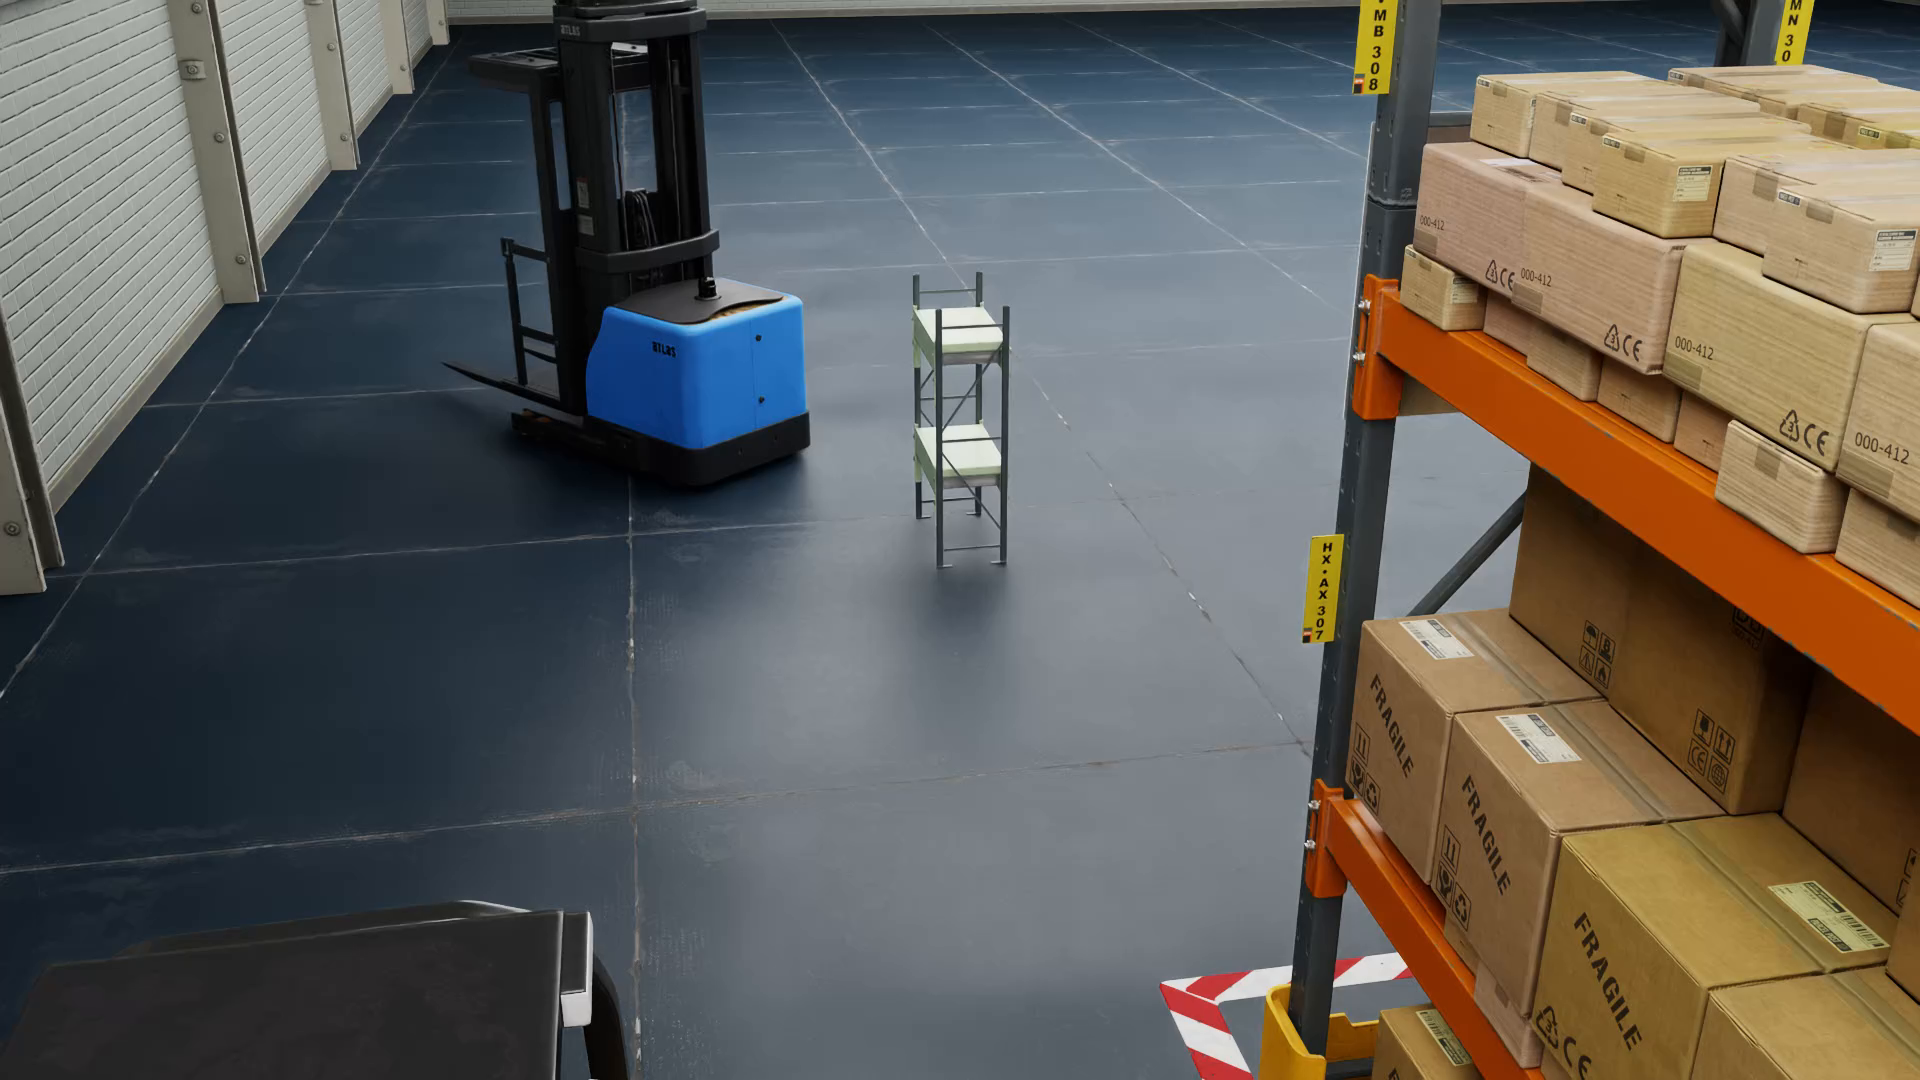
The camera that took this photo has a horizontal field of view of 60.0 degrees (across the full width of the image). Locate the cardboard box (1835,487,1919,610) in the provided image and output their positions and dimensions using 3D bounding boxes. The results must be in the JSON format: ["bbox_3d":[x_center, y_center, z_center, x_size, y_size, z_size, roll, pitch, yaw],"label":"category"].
[{"bbox_3d":[1.615,-0.003,2.575,0.380,0.149,0.250,-5,24,-11],"label":"cardboard box"}]

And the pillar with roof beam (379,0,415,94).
[{"bbox_3d":[-4.300,-11.305,24.391,9.100,9.000,0.400,-4,24,-10],"label":"pillar with roof beam"}]

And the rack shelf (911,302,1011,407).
[{"bbox_3d":[-0.001,-1.048,9.300,0.431,0.370,0.720,-4,24,-10],"label":"rack shelf"}]

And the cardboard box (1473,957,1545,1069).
[{"bbox_3d":[1.432,1.069,3.867,0.380,0.149,0.250,-4,24,-9],"label":"cardboard box"}]

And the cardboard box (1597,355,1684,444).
[{"bbox_3d":[1.505,-0.312,3.284,0.380,0.149,0.250,-4,24,-10],"label":"cardboard box"}]

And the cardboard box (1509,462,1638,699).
[{"bbox_3d":[1.850,0.038,4.169,0.700,0.500,0.500,-5,24,-11],"label":"cardboard box"}]

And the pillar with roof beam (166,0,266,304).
[{"bbox_3d":[-2.081,-6.585,13.584,9.100,9.000,0.400,-4,24,-10],"label":"pillar with roof beam"}]

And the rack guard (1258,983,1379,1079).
[{"bbox_3d":[1.555,1.669,5.304,1.175,0.500,0.348,-4,24,-10],"label":"rack guard"}]

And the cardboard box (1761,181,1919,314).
[{"bbox_3d":[1.536,-0.472,2.653,0.380,0.149,0.250,-4,24,-8],"label":"cardboard box"}]

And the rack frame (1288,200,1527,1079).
[{"bbox_3d":[1.541,0.494,4.872,1.000,3.000,0.127,-4,24,-10],"label":"rack frame"}]

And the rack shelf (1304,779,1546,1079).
[{"bbox_3d":[1.911,1.610,3.215,1.077,0.370,4.000,-4,24,-10],"label":"rack shelf"}]

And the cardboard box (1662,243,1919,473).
[{"bbox_3d":[1.576,-0.331,2.828,0.500,0.250,0.500,-4,24,-8],"label":"cardboard box"}]

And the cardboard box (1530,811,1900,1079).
[{"bbox_3d":[1.551,0.922,3.394,0.500,0.500,0.500,-5,24,-11],"label":"cardboard box"}]

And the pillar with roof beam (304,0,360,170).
[{"bbox_3d":[-3.191,-8.945,18.988,9.100,9.000,0.400,-4,24,-10],"label":"pillar with roof beam"}]

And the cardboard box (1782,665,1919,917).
[{"bbox_3d":[2.132,0.431,3.270,0.700,0.500,0.500,-5,24,-10],"label":"cardboard box"}]

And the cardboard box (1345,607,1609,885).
[{"bbox_3d":[1.356,0.518,4.319,0.500,0.500,0.500,-5,24,-11],"label":"cardboard box"}]

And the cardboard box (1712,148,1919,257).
[{"bbox_3d":[1.568,-0.581,2.902,0.380,0.149,0.250,-4,24,-10],"label":"cardboard box"}]

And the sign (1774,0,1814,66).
[{"bbox_3d":[2.090,-1.320,4.171,0.100,0.325,0.005,-4,24,-10],"label":"sign"}]

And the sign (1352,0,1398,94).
[{"bbox_3d":[1.008,-1.241,4.005,0.100,0.325,0.005,-4,24,-10],"label":"sign"}]

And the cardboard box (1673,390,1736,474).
[{"bbox_3d":[1.558,-0.208,3.045,0.380,0.149,0.250,-5,24,-11],"label":"cardboard box"}]

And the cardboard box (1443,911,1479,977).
[{"bbox_3d":[1.431,0.966,4.104,0.380,0.149,0.250,-5,24,-11],"label":"cardboard box"}]

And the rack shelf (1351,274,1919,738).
[{"bbox_3d":[1.911,0.235,2.614,1.077,0.370,4.000,-4,24,-10],"label":"rack shelf"}]

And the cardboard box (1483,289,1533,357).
[{"bbox_3d":[1.420,-0.515,3.747,0.380,0.149,0.250,-5,24,-11],"label":"cardboard box"}]

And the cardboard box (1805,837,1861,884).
[{"bbox_3d":[2.090,0.899,3.447,0.500,0.500,0.500,-4,24,-10],"label":"cardboard box"}]

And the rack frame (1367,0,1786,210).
[{"bbox_3d":[1.541,-2.256,3.671,1.000,3.000,0.127,-4,24,-10],"label":"rack frame"}]

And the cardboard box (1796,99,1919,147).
[{"bbox_3d":[1.969,-0.817,3.442,0.380,0.149,0.250,-5,24,-10],"label":"cardboard box"}]

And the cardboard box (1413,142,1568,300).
[{"bbox_3d":[1.372,-0.731,3.744,0.500,0.250,0.500,-5,24,-11],"label":"cardboard box"}]

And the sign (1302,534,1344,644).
[{"bbox_3d":[1.008,0.137,4.607,0.100,0.325,0.005,-4,24,-10],"label":"sign"}]

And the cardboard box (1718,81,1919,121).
[{"bbox_3d":[1.904,-0.916,3.669,0.380,0.149,0.250,-4,24,-9],"label":"cardboard box"}]

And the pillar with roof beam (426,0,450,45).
[{"bbox_3d":[-5.410,-13.665,29.795,9.100,9.000,0.400,-4,24,-10],"label":"pillar with roof beam"}]

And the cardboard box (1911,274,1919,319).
[{"bbox_3d":[1.657,-0.376,2.432,0.380,0.149,0.250,-4,24,-9],"label":"cardboard box"}]

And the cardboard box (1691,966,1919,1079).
[{"bbox_3d":[1.653,1.122,2.938,0.500,0.500,0.500,-5,24,-11],"label":"cardboard box"}]

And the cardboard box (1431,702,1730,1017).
[{"bbox_3d":[1.455,0.722,3.853,0.500,0.500,0.500,-4,24,-8],"label":"cardboard box"}]

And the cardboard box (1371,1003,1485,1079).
[{"bbox_3d":[1.424,1.565,4.394,0.500,0.500,0.500,-5,24,-12],"label":"cardboard box"}]

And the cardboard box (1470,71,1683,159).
[{"bbox_3d":[1.407,-0.976,3.808,0.380,0.149,0.250,-4,24,-10],"label":"cardboard box"}]

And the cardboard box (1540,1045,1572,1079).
[{"bbox_3d":[1.513,1.169,3.640,0.380,0.149,0.250,-4,24,-8],"label":"cardboard box"}]

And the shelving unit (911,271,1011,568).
[{"bbox_3d":[-0.001,-0.690,9.456,0.431,1.500,0.755,-4,24,-10],"label":"shelving unit"}]

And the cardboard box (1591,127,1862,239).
[{"bbox_3d":[1.428,-0.671,3.109,0.380,0.149,0.250,-4,24,-10],"label":"cardboard box"}]

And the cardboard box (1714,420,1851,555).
[{"bbox_3d":[1.526,-0.103,2.805,0.380,0.149,0.250,-4,24,-9],"label":"cardboard box"}]

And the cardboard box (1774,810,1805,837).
[{"bbox_3d":[2.001,0.702,3.899,0.500,0.500,0.500,-4,24,-10],"label":"cardboard box"}]

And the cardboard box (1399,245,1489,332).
[{"bbox_3d":[1.284,-0.611,3.968,0.380,0.149,0.250,-4,24,-10],"label":"cardboard box"}]

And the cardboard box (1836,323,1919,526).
[{"bbox_3d":[1.651,-0.128,2.363,0.500,0.250,0.500,-4,24,-9],"label":"cardboard box"}]

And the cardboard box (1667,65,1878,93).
[{"bbox_3d":[1.894,-1.020,3.908,0.380,0.149,0.250,-4,24,-9],"label":"cardboard box"}]

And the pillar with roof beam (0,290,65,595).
[{"bbox_3d":[-0.972,-4.225,8.180,9.100,9.000,0.400,-4,24,-10],"label":"pillar with roof beam"}]

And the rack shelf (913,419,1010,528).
[{"bbox_3d":[-0.001,-0.391,9.586,0.431,0.370,0.720,-4,24,-10],"label":"rack shelf"}]

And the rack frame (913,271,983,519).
[{"bbox_3d":[-0.069,-0.834,9.785,0.400,1.500,0.023,-4,24,-10],"label":"rack frame"}]

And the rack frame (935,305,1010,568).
[{"bbox_3d":[0.066,-0.546,9.126,0.400,1.500,0.023,-4,24,-10],"label":"rack frame"}]

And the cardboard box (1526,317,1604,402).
[{"bbox_3d":[1.435,-0.408,3.503,0.380,0.149,0.250,-4,24,-8],"label":"cardboard box"}]

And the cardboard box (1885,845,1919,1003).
[{"bbox_3d":[2.088,0.637,2.798,0.700,0.500,0.500,-4,24,-10],"label":"cardboard box"}]

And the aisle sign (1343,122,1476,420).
[{"bbox_3d":[1.225,-0.699,4.355,0.394,0.787,0.004,-4,24,-10],"label":"aisle sign"}]

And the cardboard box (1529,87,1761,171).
[{"bbox_3d":[1.469,-0.878,3.583,0.380,0.149,0.250,-4,24,-10],"label":"cardboard box"}]

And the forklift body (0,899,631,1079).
[{"bbox_3d":[-1.193,1.862,2.799,2.313,2.155,1.214,-4,24,-10],"label":"forklift body"}]

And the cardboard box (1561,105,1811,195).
[{"bbox_3d":[1.454,-0.776,3.348,0.380,0.149,0.250,-4,24,-10],"label":"cardboard box"}]

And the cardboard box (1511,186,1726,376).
[{"bbox_3d":[1.456,-0.532,3.289,0.500,0.250,0.500,-5,24,-11],"label":"cardboard box"}]

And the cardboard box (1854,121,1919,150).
[{"bbox_3d":[1.965,-0.713,3.205,0.380,0.149,0.250,-4,24,-9],"label":"cardboard box"}]

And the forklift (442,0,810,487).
[{"bbox_3d":[-2.437,-2.151,11.013,3.031,2.935,1.130,19,30,37],"label":"forklift"}]

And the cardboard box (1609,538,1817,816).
[{"bbox_3d":[1.937,0.238,3.712,0.700,0.500,0.500,-4,24,-9],"label":"cardboard box"}]
